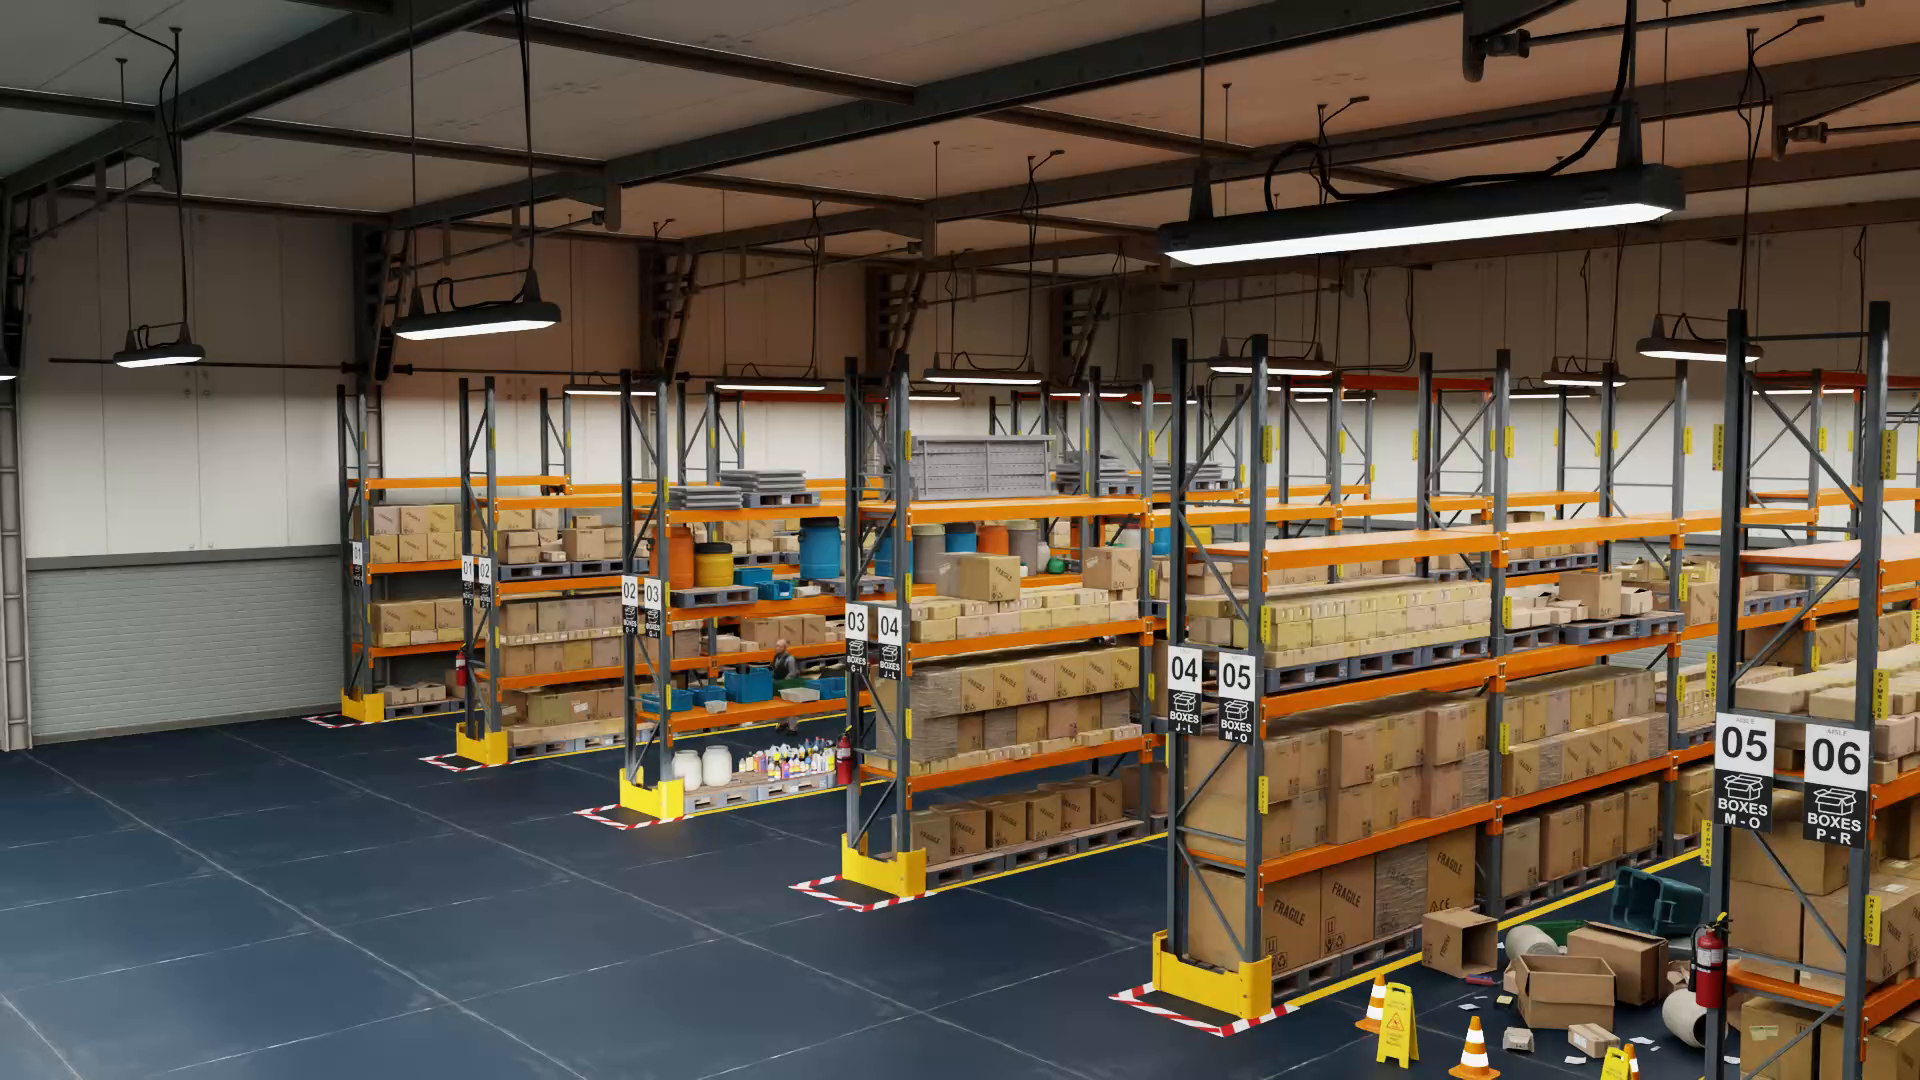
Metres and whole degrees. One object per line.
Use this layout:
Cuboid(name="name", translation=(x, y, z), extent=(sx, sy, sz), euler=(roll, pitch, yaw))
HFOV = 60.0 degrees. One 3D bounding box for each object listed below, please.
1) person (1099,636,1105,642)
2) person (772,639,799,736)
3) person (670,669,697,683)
Cuboid(name="person", translation=(2.492, 2.131, 32.729), extent=(0.931, 1.847, 0.679), euler=(-3, 5, -42))
Cuboid(name="person", translation=(-2.966, 2.488, 27.878), extent=(0.644, 1.669, 0.786), euler=(3, 5, 38))
Cuboid(name="person", translation=(-5.393, 2.208, 32.236), extent=(0.649, 1.740, 0.845), euler=(2, 4, 24))
